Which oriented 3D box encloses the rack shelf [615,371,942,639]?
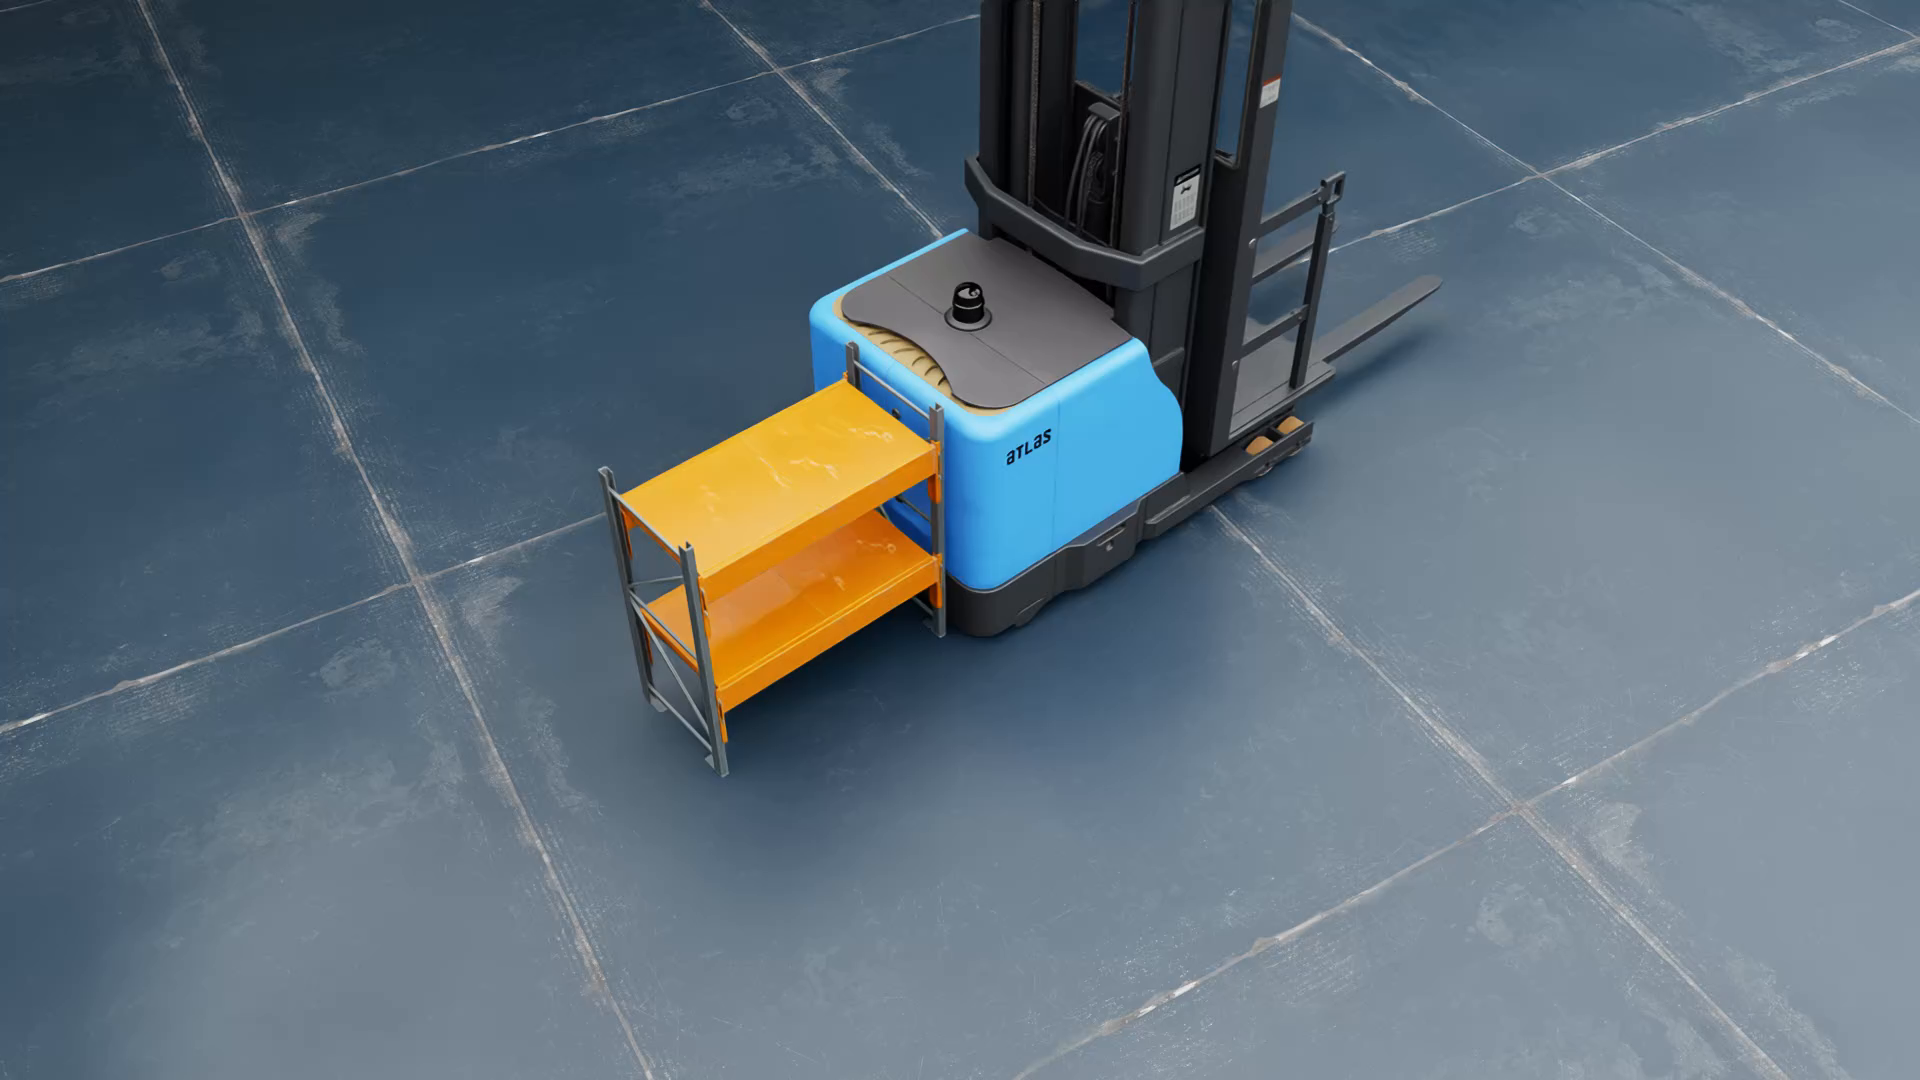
[{"bbox_3d":[-0.612,-0.142,5.668,1.000,0.278,0.538,-31,52,-28],"label":"rack shelf"}]

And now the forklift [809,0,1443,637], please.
[{"bbox_3d":[0.870,-1.572,6.266,3.031,2.935,1.130,-31,52,-28],"label":"forklift"}]

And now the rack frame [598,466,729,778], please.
[{"bbox_3d":[-0.994,0.301,5.632,0.032,1.125,0.500,-31,52,-28],"label":"rack frame"}]

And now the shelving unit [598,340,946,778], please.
[{"bbox_3d":[-0.612,0.068,5.872,1.048,1.125,0.538,-31,52,-28],"label":"shelving unit"}]

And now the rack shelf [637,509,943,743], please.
[{"bbox_3d":[-0.612,0.244,6.042,1.000,0.278,0.538,-31,52,-28],"label":"rack shelf"}]

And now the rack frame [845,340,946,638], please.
[{"bbox_3d":[-0.229,-0.165,6.112,0.032,1.125,0.500,-31,52,-28],"label":"rack frame"}]
